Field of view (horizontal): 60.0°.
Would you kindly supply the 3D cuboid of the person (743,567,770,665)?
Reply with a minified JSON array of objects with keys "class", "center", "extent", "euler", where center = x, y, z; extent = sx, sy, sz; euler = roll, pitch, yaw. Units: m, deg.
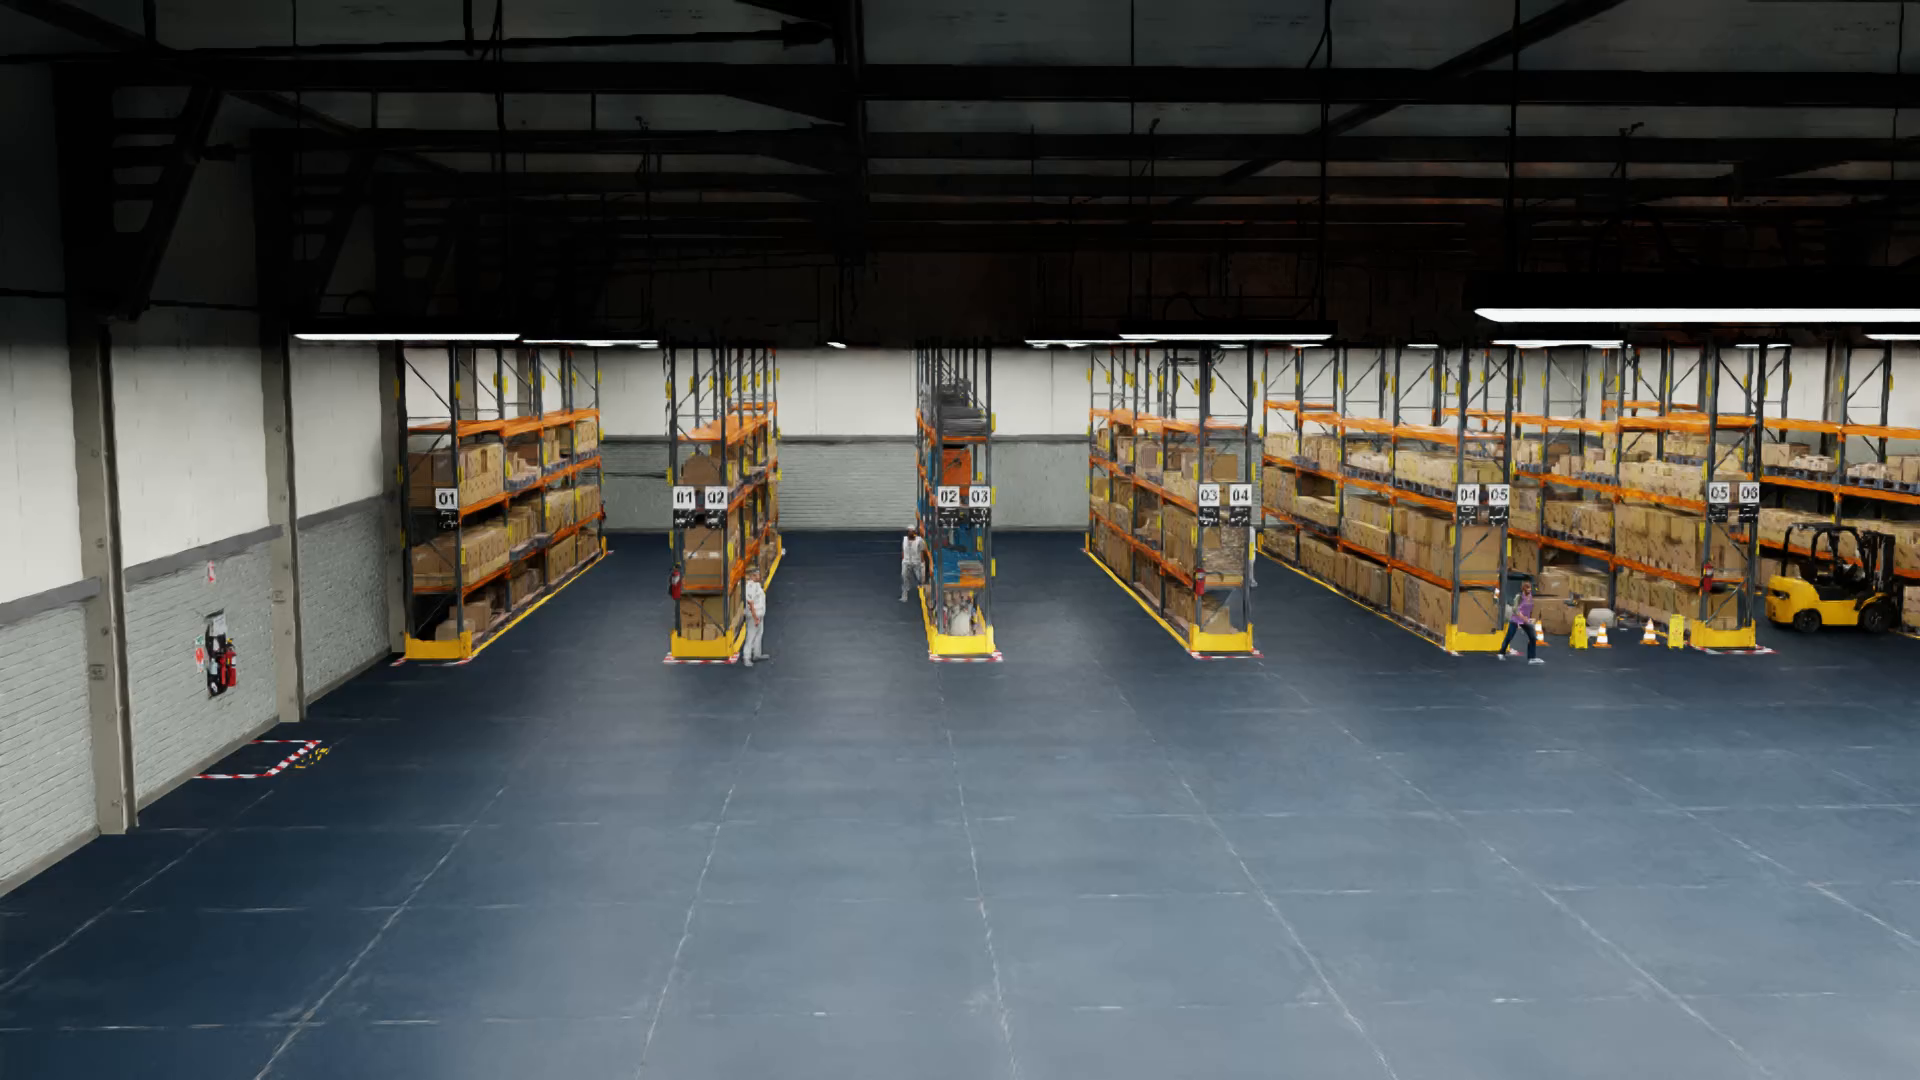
[{"class":"person","center":[-3.766,1.367,30.558],"extent":[0.404,1.765,0.716],"euler":[1,7,9]}]

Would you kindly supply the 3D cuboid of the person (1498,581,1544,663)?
[{"class":"person","center":[10.310,1.482,30.592],"extent":[0.561,1.525,0.788],"euler":[-2,7,-21]}]

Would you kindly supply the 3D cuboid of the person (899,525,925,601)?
[{"class":"person","center":[-1.076,0.513,38.100],"extent":[0.591,1.756,0.956],"euler":[2,7,13]}]

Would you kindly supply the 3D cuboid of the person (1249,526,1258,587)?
[{"class":"person","center":[6.930,0.265,40.487],"extent":[0.598,1.698,1.194],"euler":[0,6,0]}]
